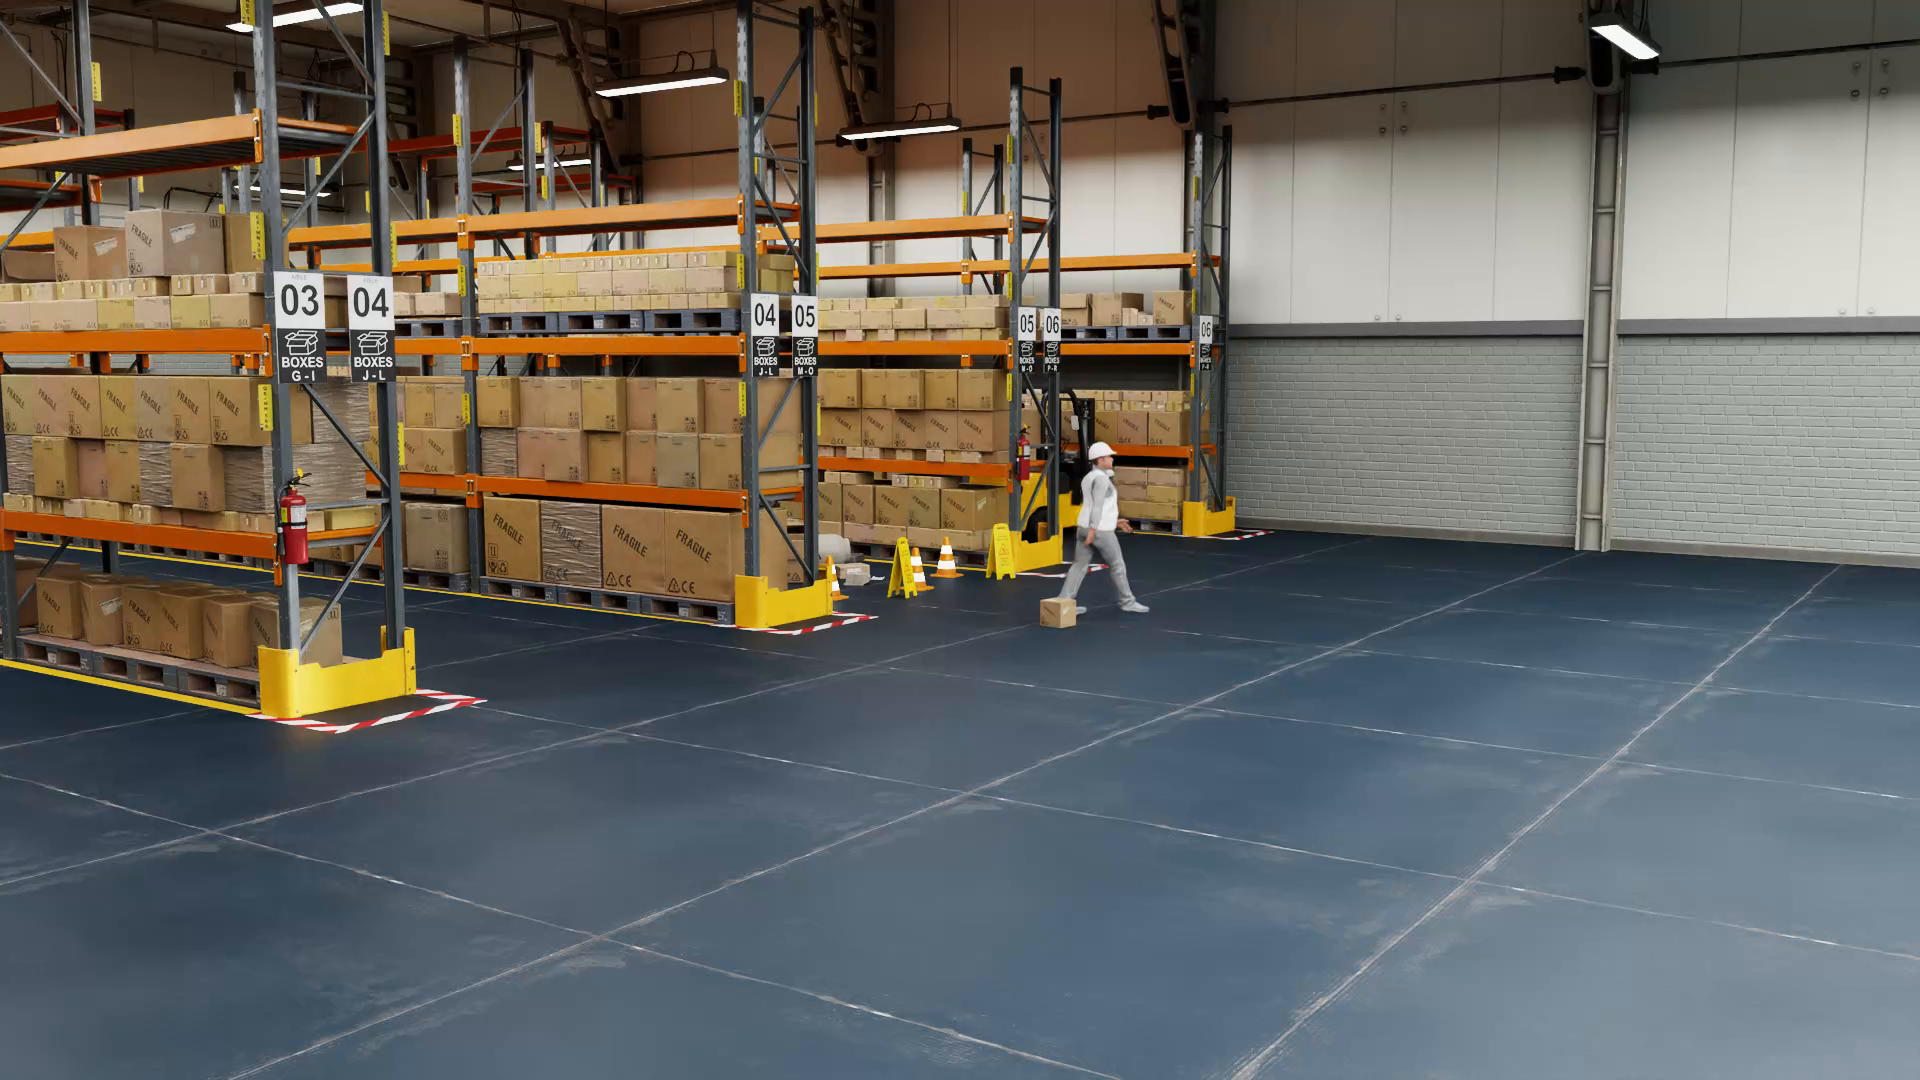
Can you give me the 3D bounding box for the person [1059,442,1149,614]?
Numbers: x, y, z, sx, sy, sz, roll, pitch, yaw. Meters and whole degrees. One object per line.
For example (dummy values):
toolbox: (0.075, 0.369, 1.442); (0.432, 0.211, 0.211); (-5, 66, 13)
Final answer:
person: (1.427, -0.118, 16.700); (0.994, 1.726, 0.516); (-3, 7, -26)
